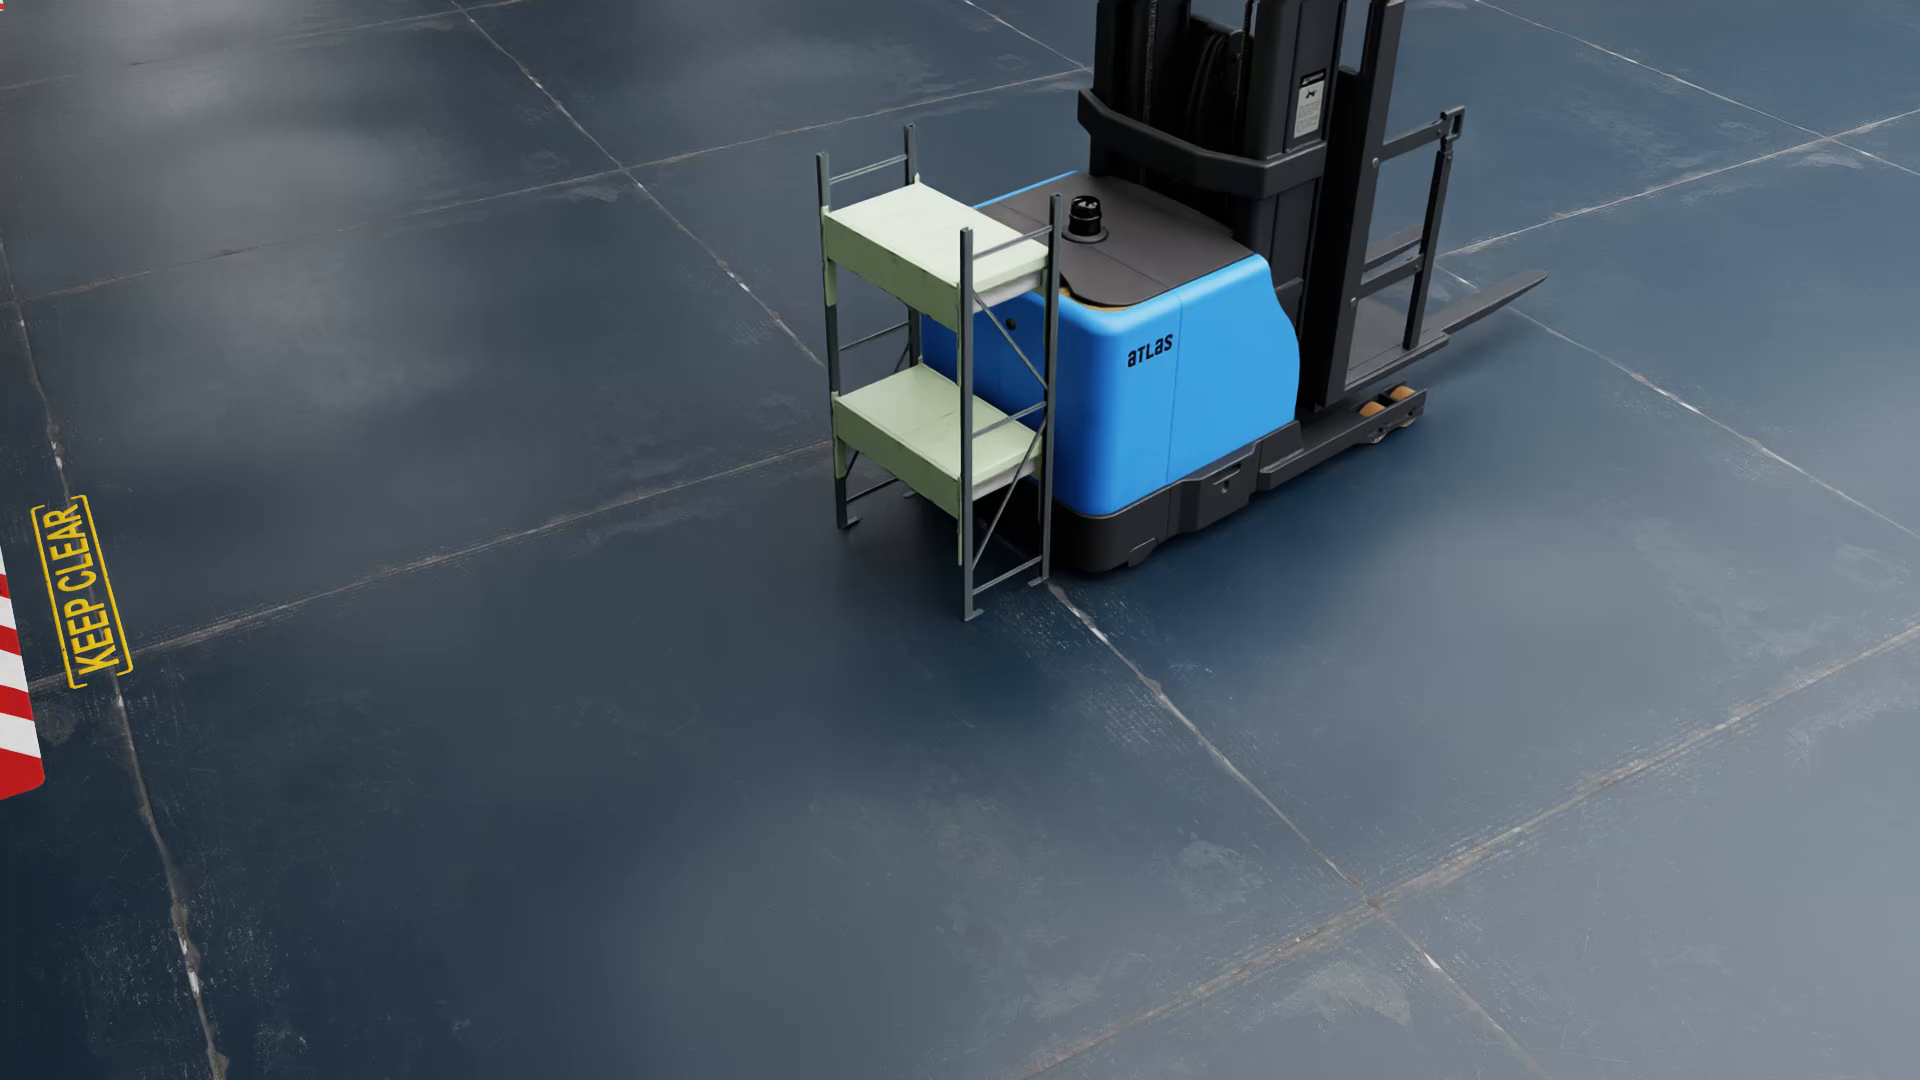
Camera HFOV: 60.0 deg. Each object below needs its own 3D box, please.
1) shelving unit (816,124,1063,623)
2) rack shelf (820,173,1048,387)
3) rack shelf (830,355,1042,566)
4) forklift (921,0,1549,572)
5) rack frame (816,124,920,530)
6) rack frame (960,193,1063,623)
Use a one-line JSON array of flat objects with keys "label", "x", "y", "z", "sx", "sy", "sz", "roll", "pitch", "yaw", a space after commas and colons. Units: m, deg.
[{"label": "shelving unit", "x": -0.073, "y": -0.560, "z": 5.744, "sx": 0.431, "sy": 1.500, "sz": 0.755, "roll": -26, "pitch": 44, "yaw": -31}, {"label": "rack shelf", "x": -0.075, "y": -0.876, "z": 5.514, "sx": 0.431, "sy": 0.370, "sz": 0.720, "roll": -26, "pitch": 44, "yaw": -31}, {"label": "rack shelf", "x": -0.073, "y": -0.297, "z": 5.936, "sx": 0.431, "sy": 0.370, "sz": 0.720, "roll": -26, "pitch": 44, "yaw": -31}, {"label": "forklift", "x": 1.294, "y": -1.793, "z": 6.220, "sx": 3.031, "sy": 2.935, "sz": 1.130, "roll": -26, "pitch": 44, "yaw": -31}, {"label": "rack frame", "x": -0.308, "y": -0.726, "z": 5.971, "sx": 0.400, "sy": 1.500, "sz": 0.023, "roll": -26, "pitch": 44, "yaw": -31}, {"label": "rack frame", "x": 0.161, "y": -0.395, "z": 5.517, "sx": 0.400, "sy": 1.500, "sz": 0.023, "roll": -26, "pitch": 44, "yaw": -31}]
